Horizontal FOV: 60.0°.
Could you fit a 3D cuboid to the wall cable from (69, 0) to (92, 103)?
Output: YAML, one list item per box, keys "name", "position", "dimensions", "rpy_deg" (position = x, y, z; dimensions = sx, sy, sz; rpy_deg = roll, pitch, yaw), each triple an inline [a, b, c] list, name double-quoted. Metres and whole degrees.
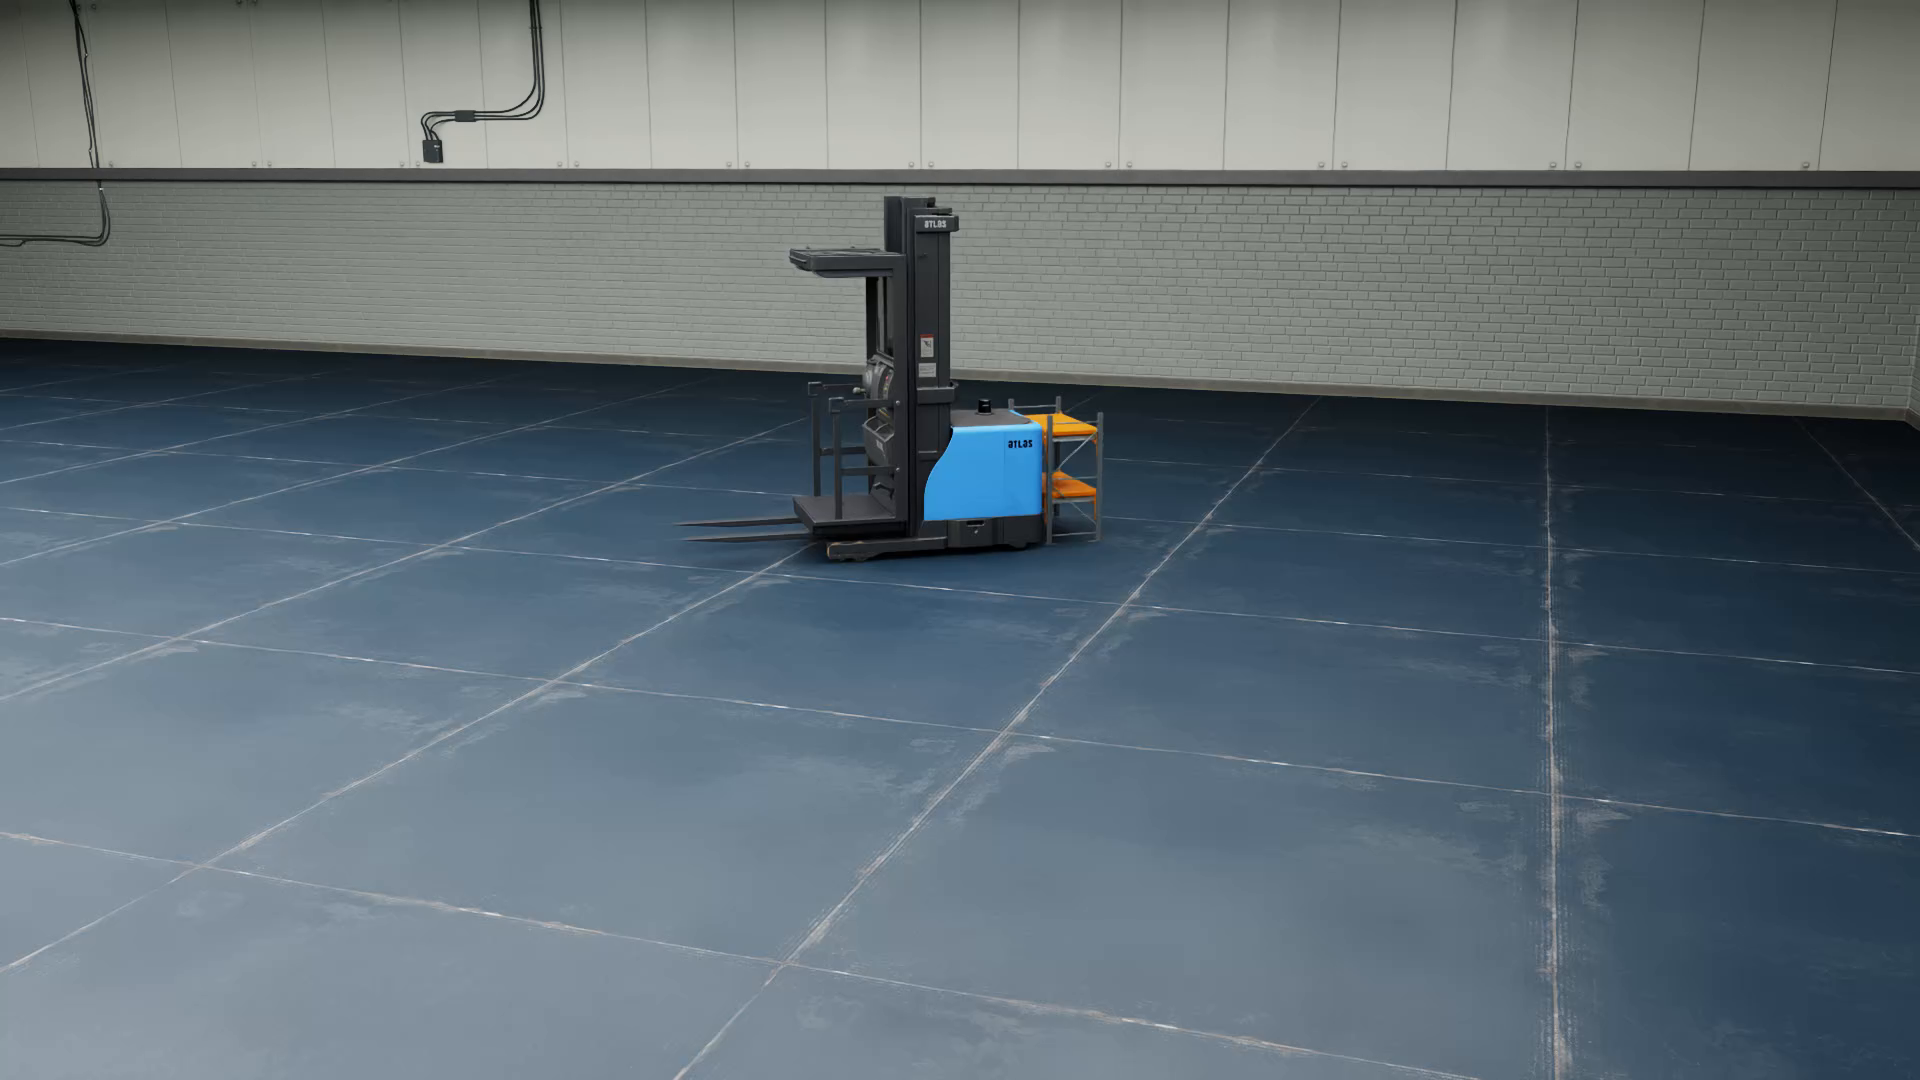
- name: "wall cable"
  position: [-14.111, -8.831, 28.585]
  dimensions: [3.097, 2.526, 0.112]
  rpy_deg: [4, 14, 18]

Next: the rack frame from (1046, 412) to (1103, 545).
- name: "rack frame"
  position: [0.980, -0.524, 14.256]
  dimensions: [0.500, 1.125, 0.032]
  rpy_deg: [-4, 13, -17]

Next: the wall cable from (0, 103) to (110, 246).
- name: "wall cable"
  position: [-16.670, -6.564, 30.000]
  dimensions: [3.097, 2.526, 0.112]
  rpy_deg: [4, 14, 18]

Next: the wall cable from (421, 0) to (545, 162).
- name: "wall cable"
  position: [-7.693, -9.049, 26.267]
  dimensions: [2.305, 6.003, 0.169]
  rpy_deg: [4, 14, 18]

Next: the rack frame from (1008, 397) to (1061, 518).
- name: "rack frame"
  position: [0.677, -0.740, 15.202]
  dimensions: [0.500, 1.125, 0.032]
  rpy_deg: [-4, 13, -17]

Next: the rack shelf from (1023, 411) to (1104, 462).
- name: "rack shelf"
  position: [0.829, -0.918, 14.664]
  dimensions: [0.538, 0.278, 1.000]
  rpy_deg: [-4, 13, -17]

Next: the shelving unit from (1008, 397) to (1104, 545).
- name: "shelving unit"
  position: [0.829, -0.632, 14.729]
  dimensions: [0.538, 1.125, 1.048]
  rpy_deg: [-4, 13, -17]

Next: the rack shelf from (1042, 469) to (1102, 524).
- name: "rack shelf"
  position: [0.829, -0.394, 14.784]
  dimensions: [0.538, 0.278, 1.000]
  rpy_deg: [-4, 13, -17]

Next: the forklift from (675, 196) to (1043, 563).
- name: "forklift"
  position: [-0.867, -1.371, 13.907]
  dimensions: [3.031, 2.935, 1.130]
  rpy_deg: [-3, 13, -15]
